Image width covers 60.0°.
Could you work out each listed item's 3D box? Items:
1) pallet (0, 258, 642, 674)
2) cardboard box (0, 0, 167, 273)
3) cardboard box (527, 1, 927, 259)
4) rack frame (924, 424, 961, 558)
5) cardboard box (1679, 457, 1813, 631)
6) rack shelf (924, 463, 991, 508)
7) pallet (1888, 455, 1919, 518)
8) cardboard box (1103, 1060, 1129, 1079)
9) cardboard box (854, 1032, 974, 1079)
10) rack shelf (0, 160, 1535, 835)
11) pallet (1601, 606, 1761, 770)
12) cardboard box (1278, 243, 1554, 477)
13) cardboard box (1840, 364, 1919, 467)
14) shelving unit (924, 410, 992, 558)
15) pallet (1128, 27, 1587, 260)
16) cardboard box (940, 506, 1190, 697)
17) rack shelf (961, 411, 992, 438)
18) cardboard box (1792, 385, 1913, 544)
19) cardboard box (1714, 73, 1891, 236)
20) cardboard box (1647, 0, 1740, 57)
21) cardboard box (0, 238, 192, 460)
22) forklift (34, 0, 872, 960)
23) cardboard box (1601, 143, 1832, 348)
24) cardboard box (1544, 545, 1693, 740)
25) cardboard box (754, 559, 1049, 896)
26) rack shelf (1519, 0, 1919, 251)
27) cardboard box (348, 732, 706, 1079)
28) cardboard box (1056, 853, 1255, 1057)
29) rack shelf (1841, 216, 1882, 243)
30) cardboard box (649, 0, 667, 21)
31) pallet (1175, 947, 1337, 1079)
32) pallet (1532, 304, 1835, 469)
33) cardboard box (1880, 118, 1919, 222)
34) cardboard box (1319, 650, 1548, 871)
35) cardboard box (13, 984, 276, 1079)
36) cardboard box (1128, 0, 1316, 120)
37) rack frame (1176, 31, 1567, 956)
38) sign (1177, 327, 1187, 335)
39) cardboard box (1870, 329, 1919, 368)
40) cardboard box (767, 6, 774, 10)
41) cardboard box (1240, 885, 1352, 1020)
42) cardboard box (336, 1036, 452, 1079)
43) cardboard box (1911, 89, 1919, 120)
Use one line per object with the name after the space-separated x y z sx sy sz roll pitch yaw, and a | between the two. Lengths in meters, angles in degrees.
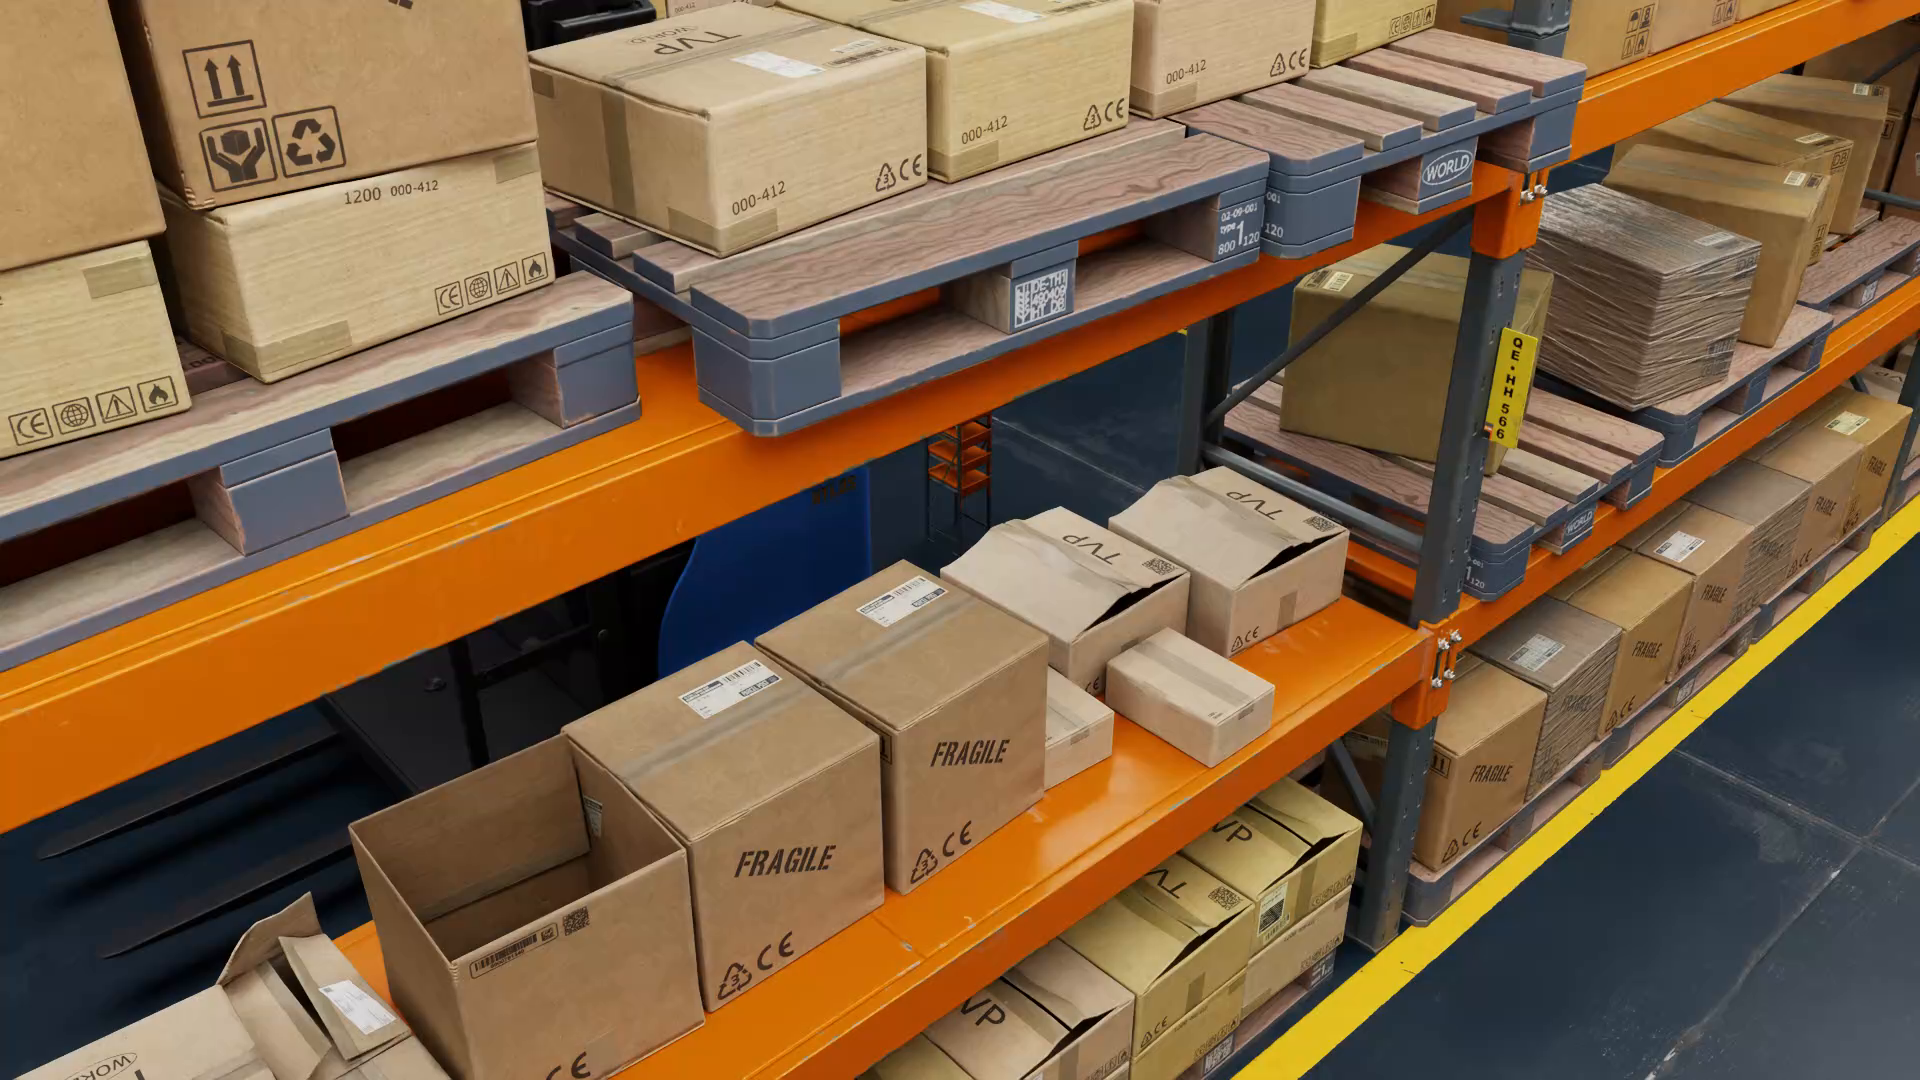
-1.214 -0.215 2.534 0.805 0.209 1.217 27 41 37 | pallet
-1.373 -0.617 2.031 0.500 0.500 0.500 -25 40 -35 | cardboard box
-0.408 -0.749 2.965 0.500 0.250 0.500 25 40 35 | cardboard box
-0.078 -0.474 7.376 0.006 1.200 0.240 -26 40 -35 | rack frame
3.111 -0.023 6.887 0.500 0.500 0.500 -25 39 -35 | cardboard box
-0.011 -0.264 7.577 0.180 0.103 0.258 -26 40 -35 | rack shelf
4.518 -0.590 8.513 1.213 0.211 1.003 -26 40 -35 | pallet
0.115 1.518 4.626 0.500 0.250 0.500 -25 39 -34 | cardboard box
-0.253 1.459 4.185 0.500 0.311 0.500 -25 39 -34 | cardboard box
-0.385 -0.381 3.312 4.000 0.370 1.077 -26 40 -35 | rack shelf
2.549 0.391 6.908 1.213 0.211 1.003 -26 40 -35 | pallet
1.466 -0.606 5.367 0.700 0.500 0.500 15 35 23 | cardboard box
4.469 -0.643 8.082 0.500 0.311 0.500 -26 40 -35 | cardboard box
-0.011 -0.507 7.429 0.189 1.200 0.258 -26 40 -35 | shelving unit
0.644 -1.042 3.884 1.003 0.211 1.213 -24 39 -33 | pallet
0.294 0.163 4.693 0.500 0.311 0.500 -26 40 -36 | cardboard box
-0.011 -0.571 7.389 0.180 0.103 0.258 -26 40 -35 | rack shelf
3.847 -0.373 7.459 0.500 0.500 0.500 -26 40 -36 | cardboard box
3.515 -1.676 7.117 0.700 0.500 0.500 15 35 23 | cardboard box
1.752 -1.789 4.829 0.500 0.500 0.910 -26 40 -35 | cardboard box
-1.394 -0.309 2.245 0.500 0.250 0.500 -21 37 -31 | cardboard box
-1.774 -0.409 5.609 3.031 2.935 1.130 -25 39 -35 | forklift
2.761 -1.108 6.188 0.700 0.500 0.500 18 36 27 | cardboard box
2.360 0.345 6.285 0.500 0.500 0.500 -26 40 -36 | cardboard box
-0.138 0.441 4.058 0.500 0.500 0.500 27 40 36 | cardboard box
2.548 -1.800 5.633 4.000 0.370 1.077 -26 40 -35 | rack shelf
-0.891 0.805 3.462 0.500 0.500 0.500 -23 38 -32 | cardboard box
0.488 1.104 4.765 0.500 0.311 0.500 -27 40 -36 | cardboard box
5.481 -1.939 8.735 4.000 0.370 1.077 -26 40 -35 | rack shelf
-1.760 -2.582 7.978 0.500 0.250 0.500 -25 39 -34 | cardboard box
0.451 1.349 5.342 1.213 0.211 1.003 -26 40 -35 | pallet
2.504 -0.727 6.248 1.213 0.211 1.003 -26 40 -35 | pallet
4.573 -1.656 7.487 0.500 0.500 0.500 -25 39 -34 | cardboard box
1.609 0.709 5.690 0.500 0.500 0.500 -24 39 -34 | cardboard box
-1.521 1.174 3.099 0.500 0.250 0.500 -23 38 -33 | cardboard box
0.415 -1.137 3.601 0.500 0.250 0.500 -25 39 -34 | cardboard box
1.081 -0.118 5.067 0.127 3.000 1.000 -26 40 -35 | rack frame
0.705 -0.782 5.120 0.005 0.325 0.100 -26 40 -35 | sign
4.789 -1.154 8.917 0.500 0.311 0.500 -26 40 -35 | cardboard box
-1.005 -2.622 8.762 0.500 0.500 0.500 -26 40 -36 | cardboard box
0.861 1.156 5.217 0.500 0.250 0.500 -25 39 -34 | cardboard box
-1.063 1.172 3.199 0.250 0.149 0.380 -26 40 -35 | cardboard box
4.551 -2.065 7.198 0.500 0.500 0.500 -25 39 -34 | cardboard box
